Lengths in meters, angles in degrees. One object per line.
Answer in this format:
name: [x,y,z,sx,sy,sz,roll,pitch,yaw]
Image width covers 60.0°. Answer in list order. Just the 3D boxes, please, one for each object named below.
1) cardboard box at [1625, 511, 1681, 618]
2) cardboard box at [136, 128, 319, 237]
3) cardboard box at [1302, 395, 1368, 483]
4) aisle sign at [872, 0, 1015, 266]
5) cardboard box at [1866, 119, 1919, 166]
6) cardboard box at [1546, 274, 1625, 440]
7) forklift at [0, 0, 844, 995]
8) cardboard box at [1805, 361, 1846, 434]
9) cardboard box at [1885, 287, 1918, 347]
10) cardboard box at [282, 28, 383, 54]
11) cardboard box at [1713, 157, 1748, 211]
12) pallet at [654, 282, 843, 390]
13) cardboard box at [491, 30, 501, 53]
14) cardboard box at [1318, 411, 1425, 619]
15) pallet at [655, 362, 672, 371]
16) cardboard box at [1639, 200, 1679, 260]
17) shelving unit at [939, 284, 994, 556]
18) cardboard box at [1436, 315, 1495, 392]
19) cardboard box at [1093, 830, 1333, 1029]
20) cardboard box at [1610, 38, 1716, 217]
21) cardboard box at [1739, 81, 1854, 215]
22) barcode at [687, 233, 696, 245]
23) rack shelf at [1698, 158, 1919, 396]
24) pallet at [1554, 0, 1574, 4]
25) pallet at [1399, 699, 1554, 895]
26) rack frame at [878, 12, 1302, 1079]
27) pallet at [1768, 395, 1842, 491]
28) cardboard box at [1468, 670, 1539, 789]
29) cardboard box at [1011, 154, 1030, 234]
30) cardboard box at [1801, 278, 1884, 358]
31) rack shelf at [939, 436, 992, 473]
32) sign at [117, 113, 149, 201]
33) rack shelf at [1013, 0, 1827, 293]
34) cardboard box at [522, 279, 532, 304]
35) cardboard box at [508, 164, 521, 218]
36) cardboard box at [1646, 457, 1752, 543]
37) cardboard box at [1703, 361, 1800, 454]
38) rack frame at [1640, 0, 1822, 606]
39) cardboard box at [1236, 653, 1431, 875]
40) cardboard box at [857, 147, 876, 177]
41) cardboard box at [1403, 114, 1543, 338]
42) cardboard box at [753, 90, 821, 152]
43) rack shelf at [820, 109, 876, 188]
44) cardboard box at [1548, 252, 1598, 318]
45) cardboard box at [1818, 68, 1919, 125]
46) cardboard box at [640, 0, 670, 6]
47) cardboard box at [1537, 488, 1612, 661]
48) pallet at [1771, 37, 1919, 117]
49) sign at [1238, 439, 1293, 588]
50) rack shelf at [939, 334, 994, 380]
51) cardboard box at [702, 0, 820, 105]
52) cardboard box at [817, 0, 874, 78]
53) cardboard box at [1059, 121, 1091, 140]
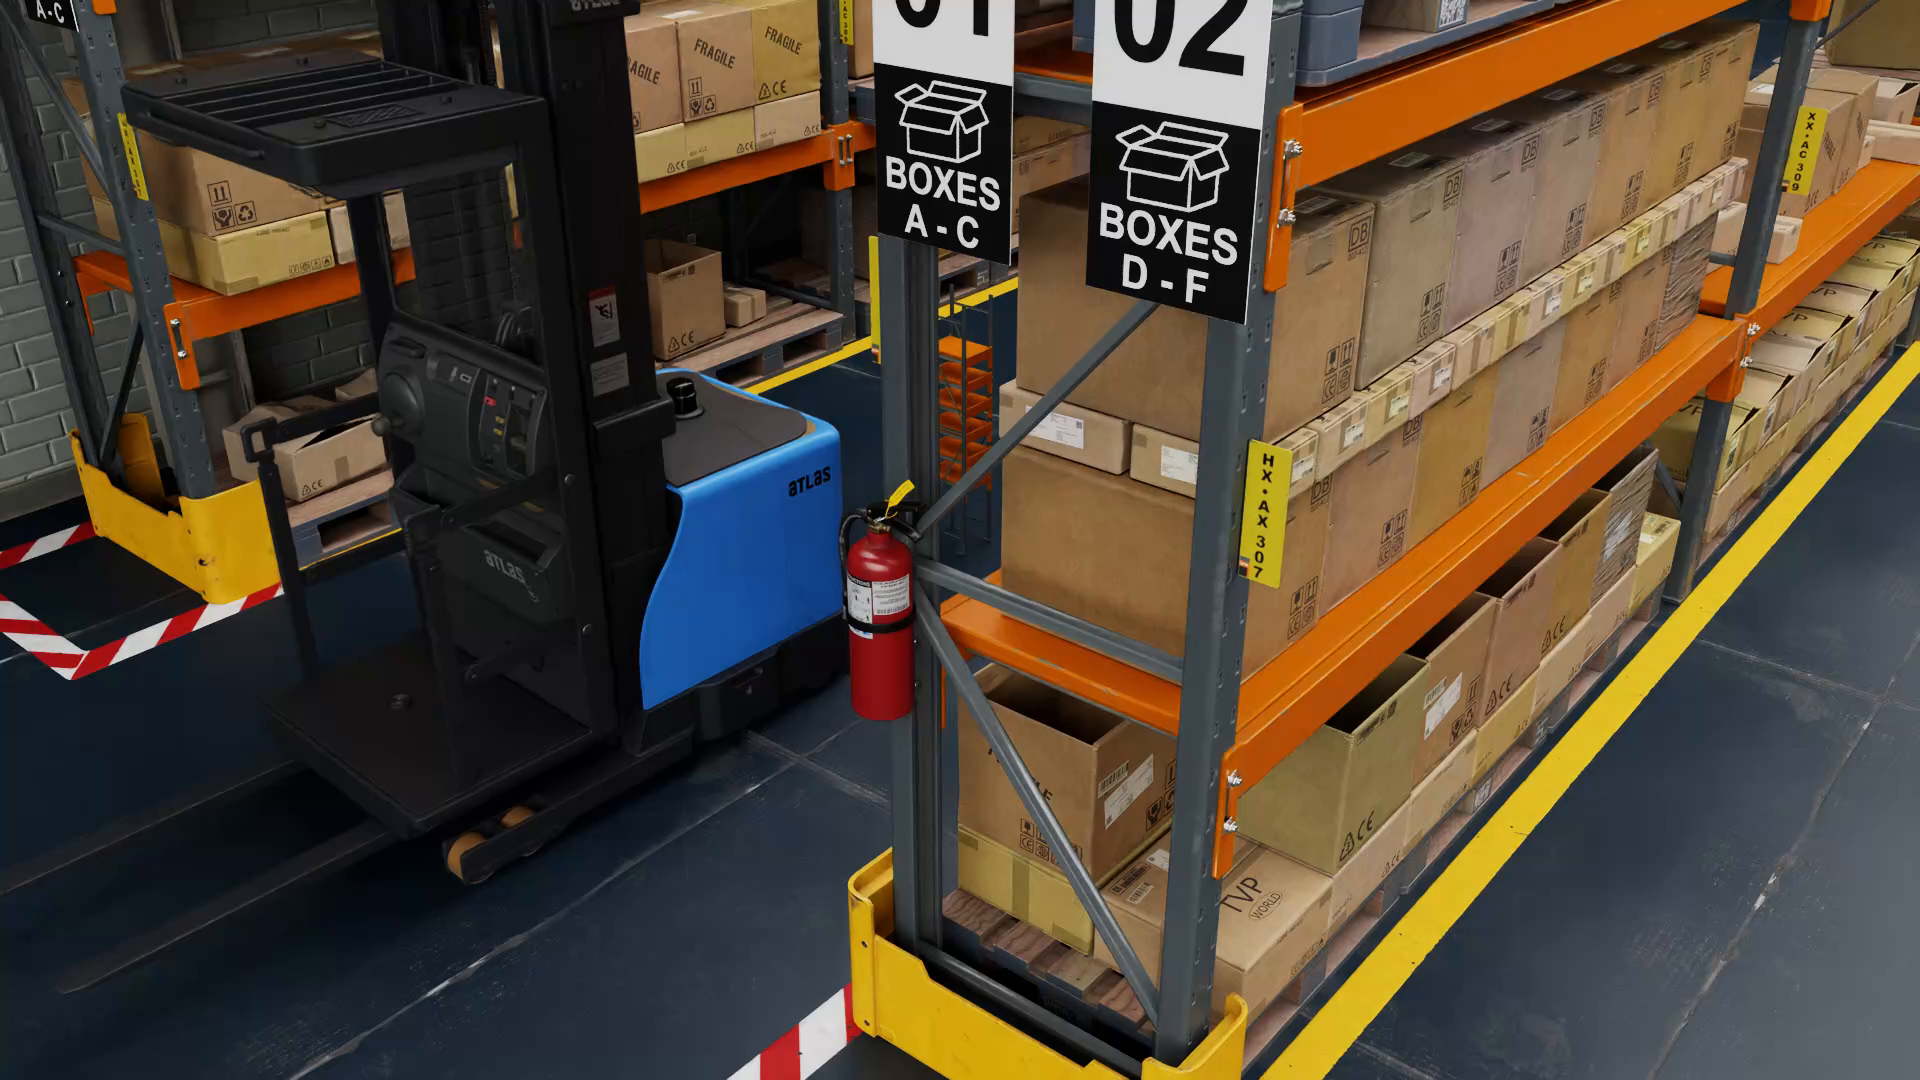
cardboard box: [2.646,0.046,6.931,0.500,0.250,0.500,21,34,34]
cardboard box: [-3.061,-1.602,6.907,0.500,0.500,0.500,21,34,34]
cardboard box: [0.810,-0.301,4.253,0.380,0.149,0.250,20,33,33]
aisle sign: [-0.040,-1.016,3.619,0.394,0.787,0.004,21,34,34]
cardboard box: [4.958,-2.124,8.864,0.380,0.149,0.250,21,34,34]
cardboard box: [1.842,-0.736,5.800,0.700,0.500,0.500,21,34,35]
forklift: [-1.797,-0.423,5.378,1.130,2.935,3.031,23,35,37]
cardboard box: [4.198,-0.798,8.563,0.500,0.250,0.500,22,34,35]
cardboard box: [5.170,-1.342,9.615,0.500,0.250,0.500,22,34,36]
cardboard box: [-2.808,-2.110,7.889,0.500,0.500,0.500,20,33,33]
cardboard box: [2.765,-1.390,6.358,0.380,0.149,0.250,21,34,34]
pallet: [-1.452,-1.176,9.794,1.003,0.211,1.213,21,34,34]
cardboard box: [-2.087,-2.142,7.951,0.500,0.500,0.500,22,35,36]
cardboard box: [0.865,-0.192,4.748,0.700,0.500,0.500,22,34,36]
pallet: [-2.228,-0.742,8.954,1.003,0.211,1.213,21,34,34]
cardboard box: [2.275,-1.116,5.828,0.380,0.149,0.250,21,34,34]
shelving unit: [-0.009,-0.528,7.464,0.258,1.200,0.189,21,34,34]
cardboard box: [1.299,-0.574,4.779,0.380,0.149,0.250,19,33,33]
cardboard box: [0.741,1.111,4.873,0.500,0.250,0.500,21,34,34]
cardboard box: [2.174,-1.498,5.861,0.700,0.500,0.500,21,34,34]
cardboard box: [3.927,-1.893,8.036,0.500,0.500,0.500,21,34,34]
barcode: [-1.581,-1.769,9.798,0.001,0.075,0.075,21,34,34]
rack shelf: [4.044,-1.606,8.373,1.077,0.370,4.000,21,34,34]
pallet: [1.473,-1.769,4.737,1.003,0.211,1.213,21,34,34]
pallet: [1.458,0.726,6.117,1.003,0.211,1.213,21,34,34]
rack frame: [0.228,0.202,4.096,1.000,3.000,0.127,21,34,34]
pallet: [3.987,-0.685,8.845,1.003,0.211,1.213,21,34,34]
cardboard box: [1.696,0.580,5.900,0.500,0.250,0.500,21,34,34]
cardboard box: [0.048,-2.381,11.330,0.700,0.500,0.500,21,34,35]
cardboard box: [4.525,-1.227,8.783,0.500,0.311,0.500,20,34,34]
rack shelf: [-0.009,-0.382,7.540,0.258,0.103,0.180,21,34,34]
sign: [-3.178,-1.471,6.386,0.100,0.325,0.005,21,34,34]
rack shelf: [1.500,-1.520,4.942,1.077,0.370,4.000,21,34,34]
cardboard box: [-2.219,-0.997,8.654,0.700,0.500,0.500,18,33,31]
cardboard box: [-2.394,-1.634,7.786,0.500,0.250,0.500,20,34,34]
cardboard box: [3.220,-0.252,7.509,0.500,0.250,0.500,20,33,33]
cardboard box: [3.550,-0.681,7.726,0.500,0.311,0.500,20,34,34]
rack frame: [2.772,-1.217,6.837,1.000,3.000,0.127,21,34,34]
cardboard box: [1.057,0.600,5.044,0.500,0.500,0.500,21,34,34]
cardboard box: [-0.320,-2.504,10.752,0.500,0.250,0.500,20,33,33]
cardboard box: [1.219,-0.967,4.833,0.700,0.500,0.500,21,34,35]
cardboard box: [-1.120,-2.349,9.167,0.500,0.250,0.500,21,34,35]
rack shelf: [0.220,-3.053,11.169,1.077,0.370,4.000,21,34,34]
cardboard box: [1.789,-0.845,5.305,0.380,0.149,0.250,22,35,36]
cardboard box: [5.051,-2.479,9.374,0.500,0.311,0.500,23,35,37]
cardboard box: [-1.845,-2.650,8.934,0.500,0.500,0.500,21,34,34]
cardboard box: [2.004,0.066,6.078,0.500,0.500,0.500,21,34,34]
pallet: [5.693,-2.810,10.127,1.213,0.211,1.003,21,34,34]
sign: [0.652,-0.054,3.561,0.100,0.325,0.005,21,34,34]
rack shelf: [-0.009,-0.808,7.319,0.258,0.103,0.180,21,34,34]
cardboard box: [-1.115,-2.680,8.992,0.500,0.500,0.500,21,34,34]
cardboard box: [-0.703,-3.073,9.839,0.700,0.500,0.500,21,34,35]
cardboard box: [0.663,-3.045,11.797,0.500,0.250,0.500,21,34,35]
